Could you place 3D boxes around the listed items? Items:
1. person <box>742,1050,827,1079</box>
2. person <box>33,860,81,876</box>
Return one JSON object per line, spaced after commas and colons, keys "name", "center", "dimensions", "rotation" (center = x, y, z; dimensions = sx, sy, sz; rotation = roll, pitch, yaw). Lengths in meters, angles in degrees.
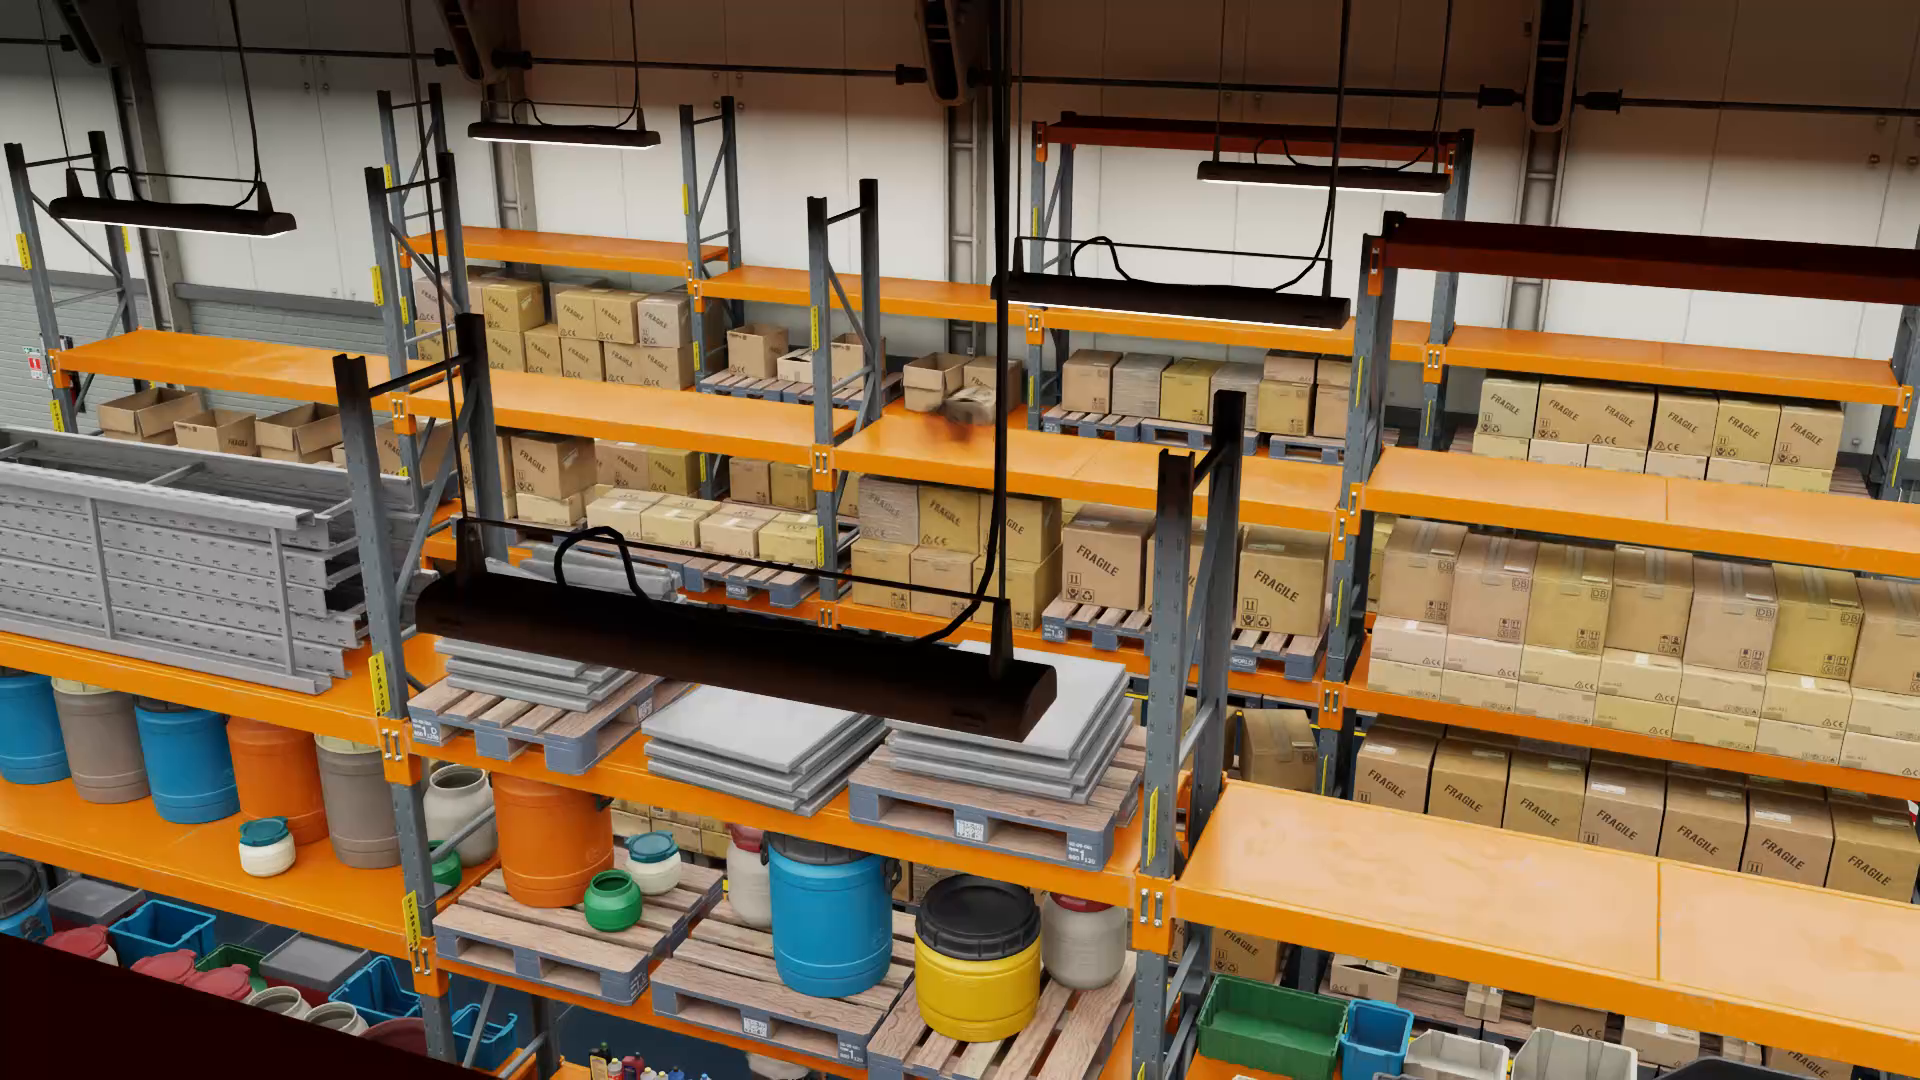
{"name": "person", "center": [-1.162, 3.471, 10.871], "dimensions": [0.582, 1.793, 0.474], "rotation": [13, 24, 30]}
{"name": "person", "center": [-7.925, 2.161, 14.390], "dimensions": [0.538, 1.692, 0.434], "rotation": [4, 21, 10]}
